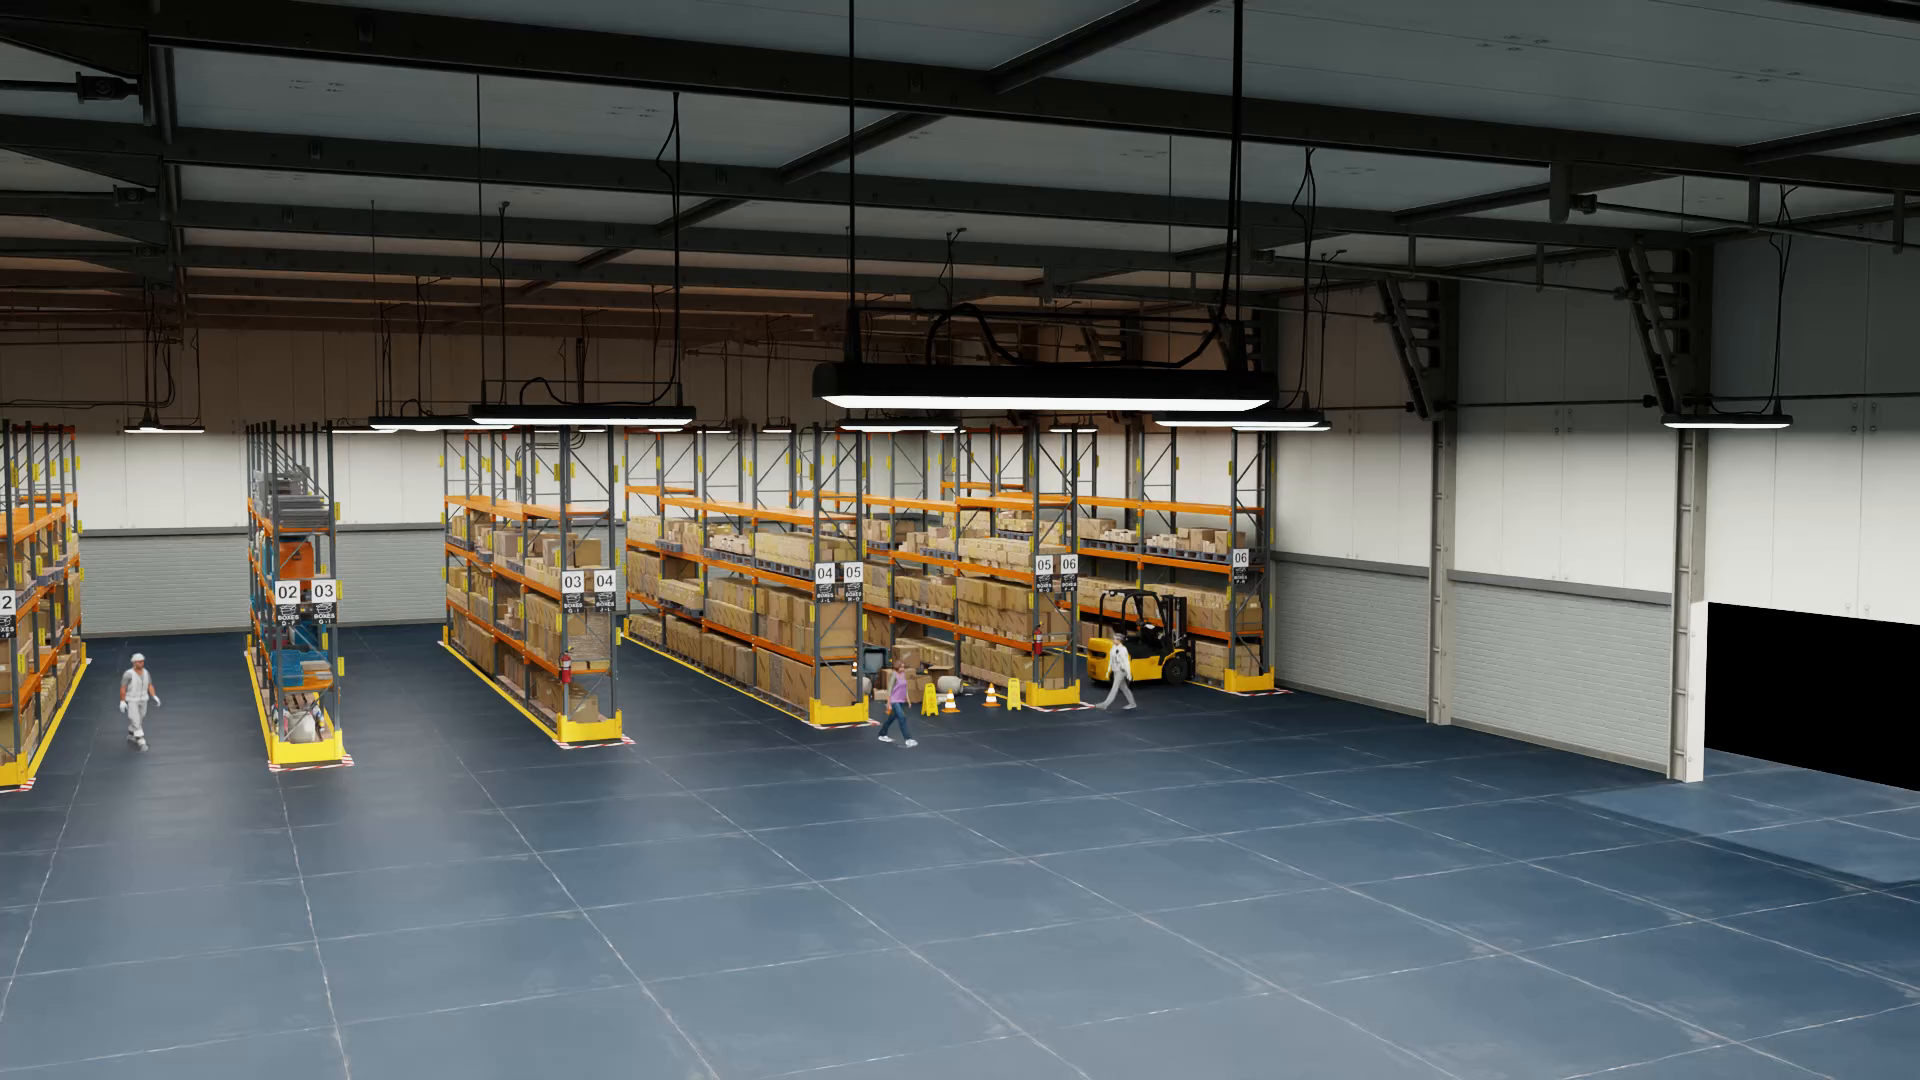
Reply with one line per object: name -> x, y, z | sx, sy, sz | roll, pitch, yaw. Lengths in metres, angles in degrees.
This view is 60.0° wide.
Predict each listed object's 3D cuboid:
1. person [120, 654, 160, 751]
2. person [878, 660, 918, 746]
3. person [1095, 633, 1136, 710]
person -> -14.982, 2.930, 30.339 | 1.093, 1.718, 0.641 | 3, 5, 38
person -> -1.135, 2.998, 30.805 | 0.919, 1.544, 0.446 | 1, 4, 22
person -> 3.227, 2.732, 34.619 | 1.023, 1.614, 0.511 | -1, 4, -18
